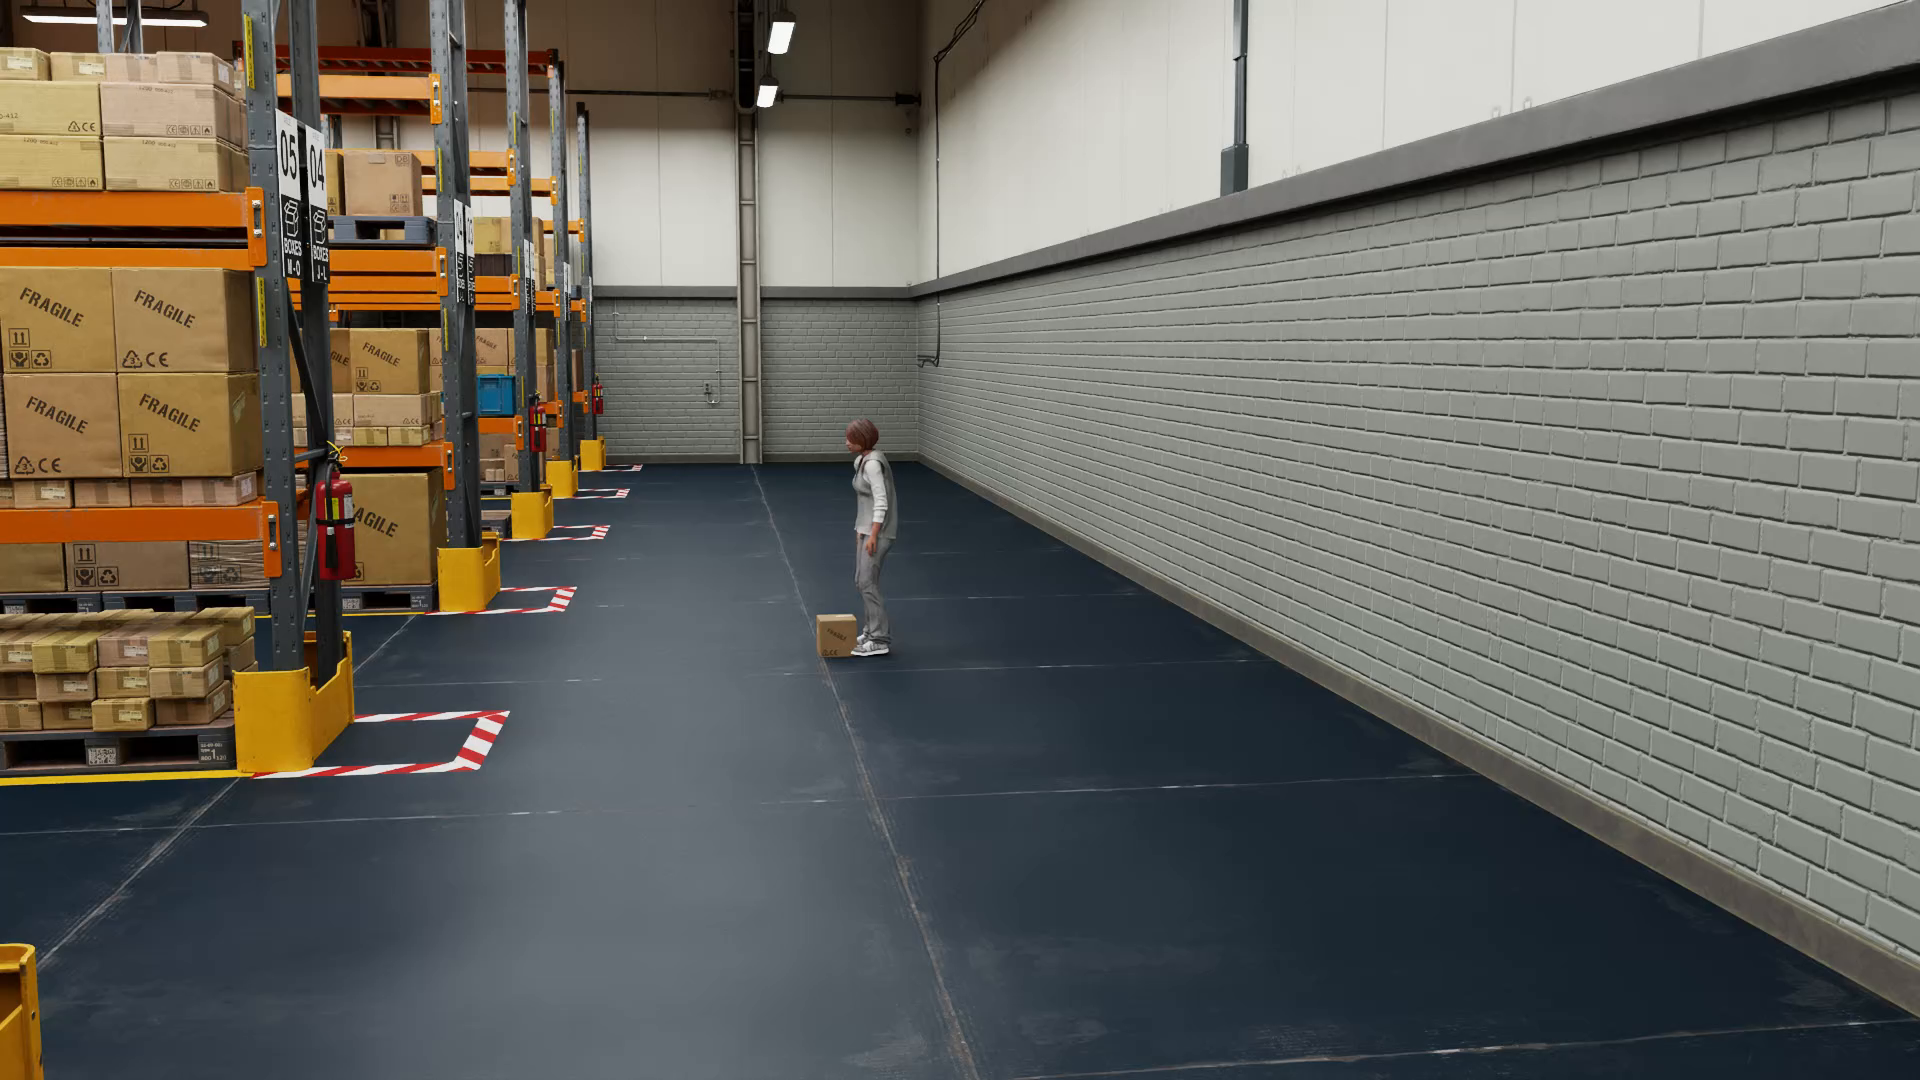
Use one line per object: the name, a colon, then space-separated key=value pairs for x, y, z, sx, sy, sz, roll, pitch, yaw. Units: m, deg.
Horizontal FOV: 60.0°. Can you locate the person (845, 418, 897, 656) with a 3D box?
person: x=-0.605 y=-0.024 z=11.238 sx=0.345 sy=1.592 sz=0.460 roll=-1 pitch=7 yaw=-8
